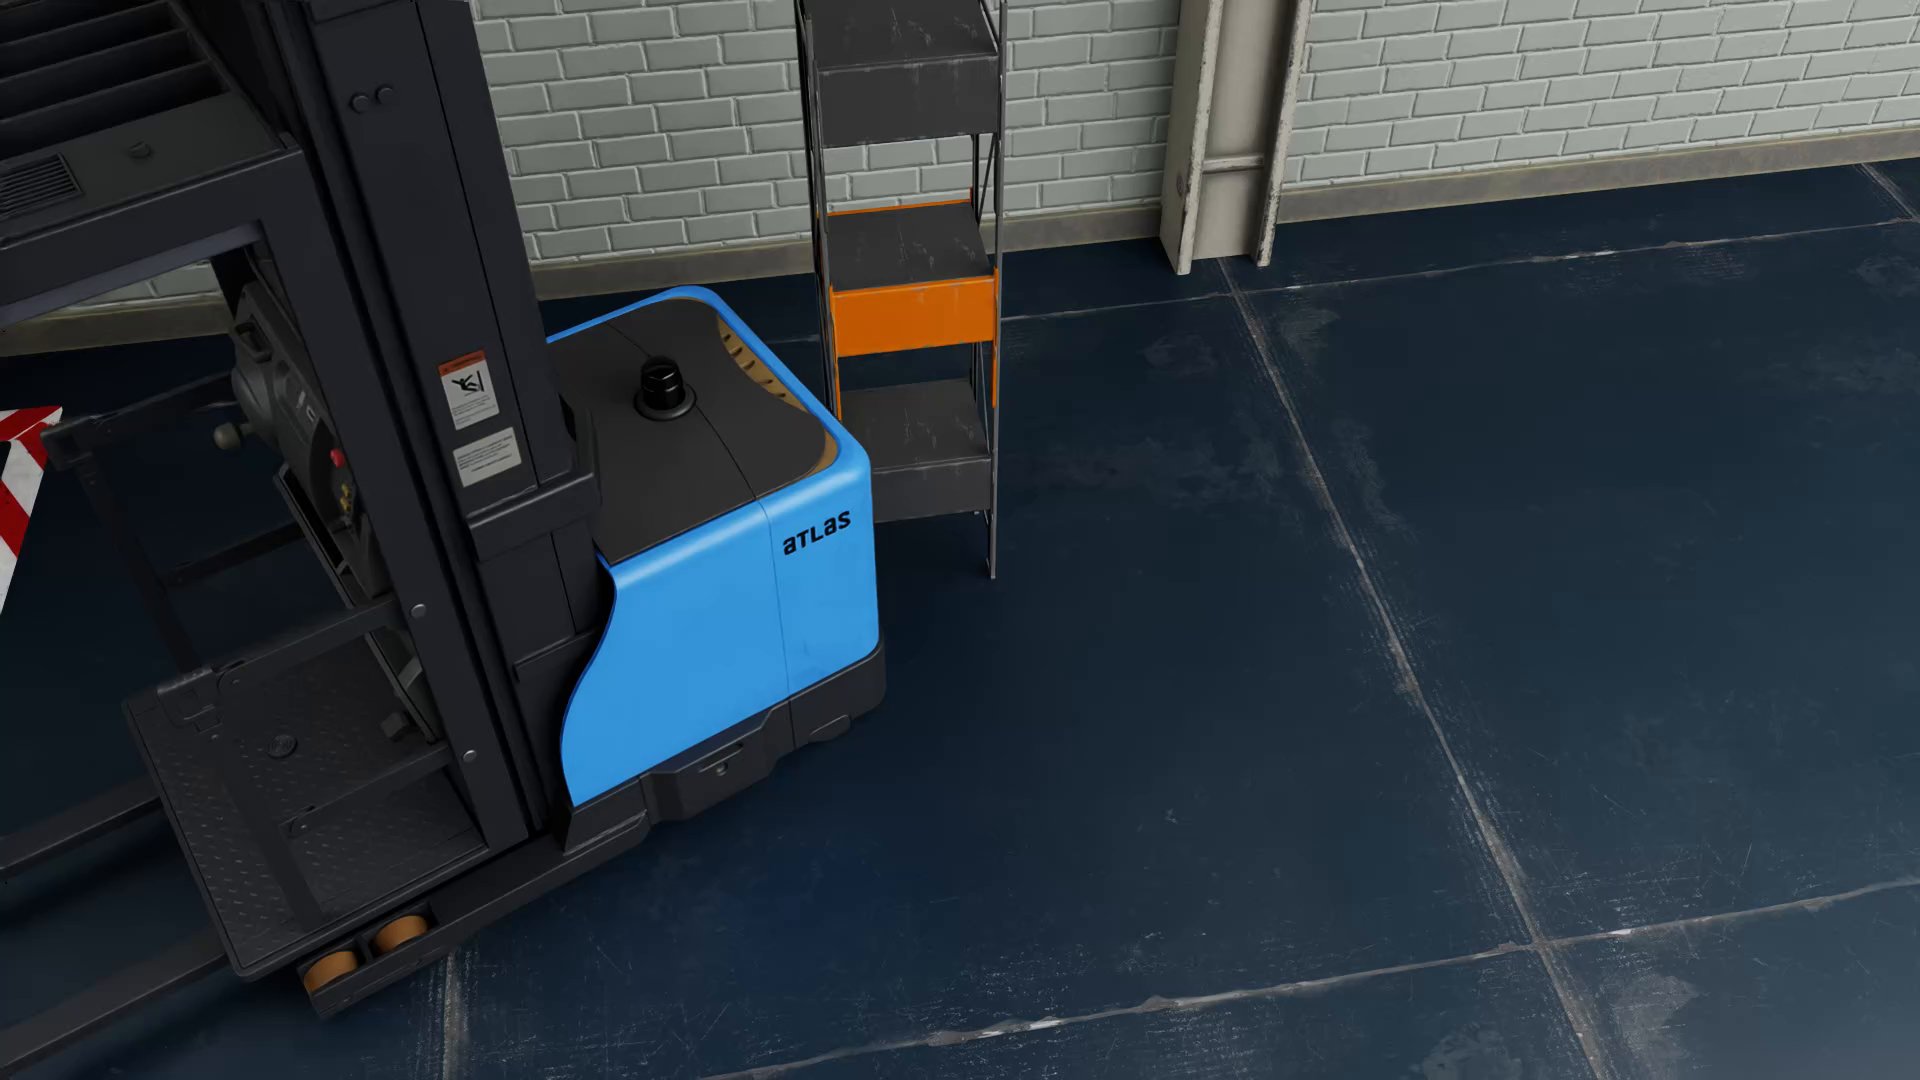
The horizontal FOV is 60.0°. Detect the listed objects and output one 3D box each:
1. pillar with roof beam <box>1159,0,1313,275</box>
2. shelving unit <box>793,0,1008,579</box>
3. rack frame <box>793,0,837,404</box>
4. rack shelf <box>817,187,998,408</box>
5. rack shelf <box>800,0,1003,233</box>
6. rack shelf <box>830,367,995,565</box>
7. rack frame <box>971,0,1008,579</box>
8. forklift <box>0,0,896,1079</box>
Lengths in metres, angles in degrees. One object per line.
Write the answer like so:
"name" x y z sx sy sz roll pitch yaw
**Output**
"pillar with roof beam" 1.788 -1.283 0.738 0.400 9.000 9.100 -7 46 -7
"shelving unit" -0.163 -0.708 4.974 0.503 2.100 0.431 -7 46 -7
"rack frame" -0.404 -0.678 4.945 0.015 2.100 0.400 -7 46 -7
"rack shelf" -0.163 -0.699 4.984 0.480 0.518 0.431 -7 46 -7
"rack shelf" -0.163 -1.184 4.480 0.480 0.518 0.431 -7 46 -7
"rack shelf" -0.163 -0.213 5.488 0.480 0.518 0.431 -7 46 -7
"rack frame" 0.077 -0.738 5.003 0.015 2.100 0.400 -7 46 -7
"forklift" -1.705 -0.192 3.899 3.031 2.935 1.130 -26 52 -23
